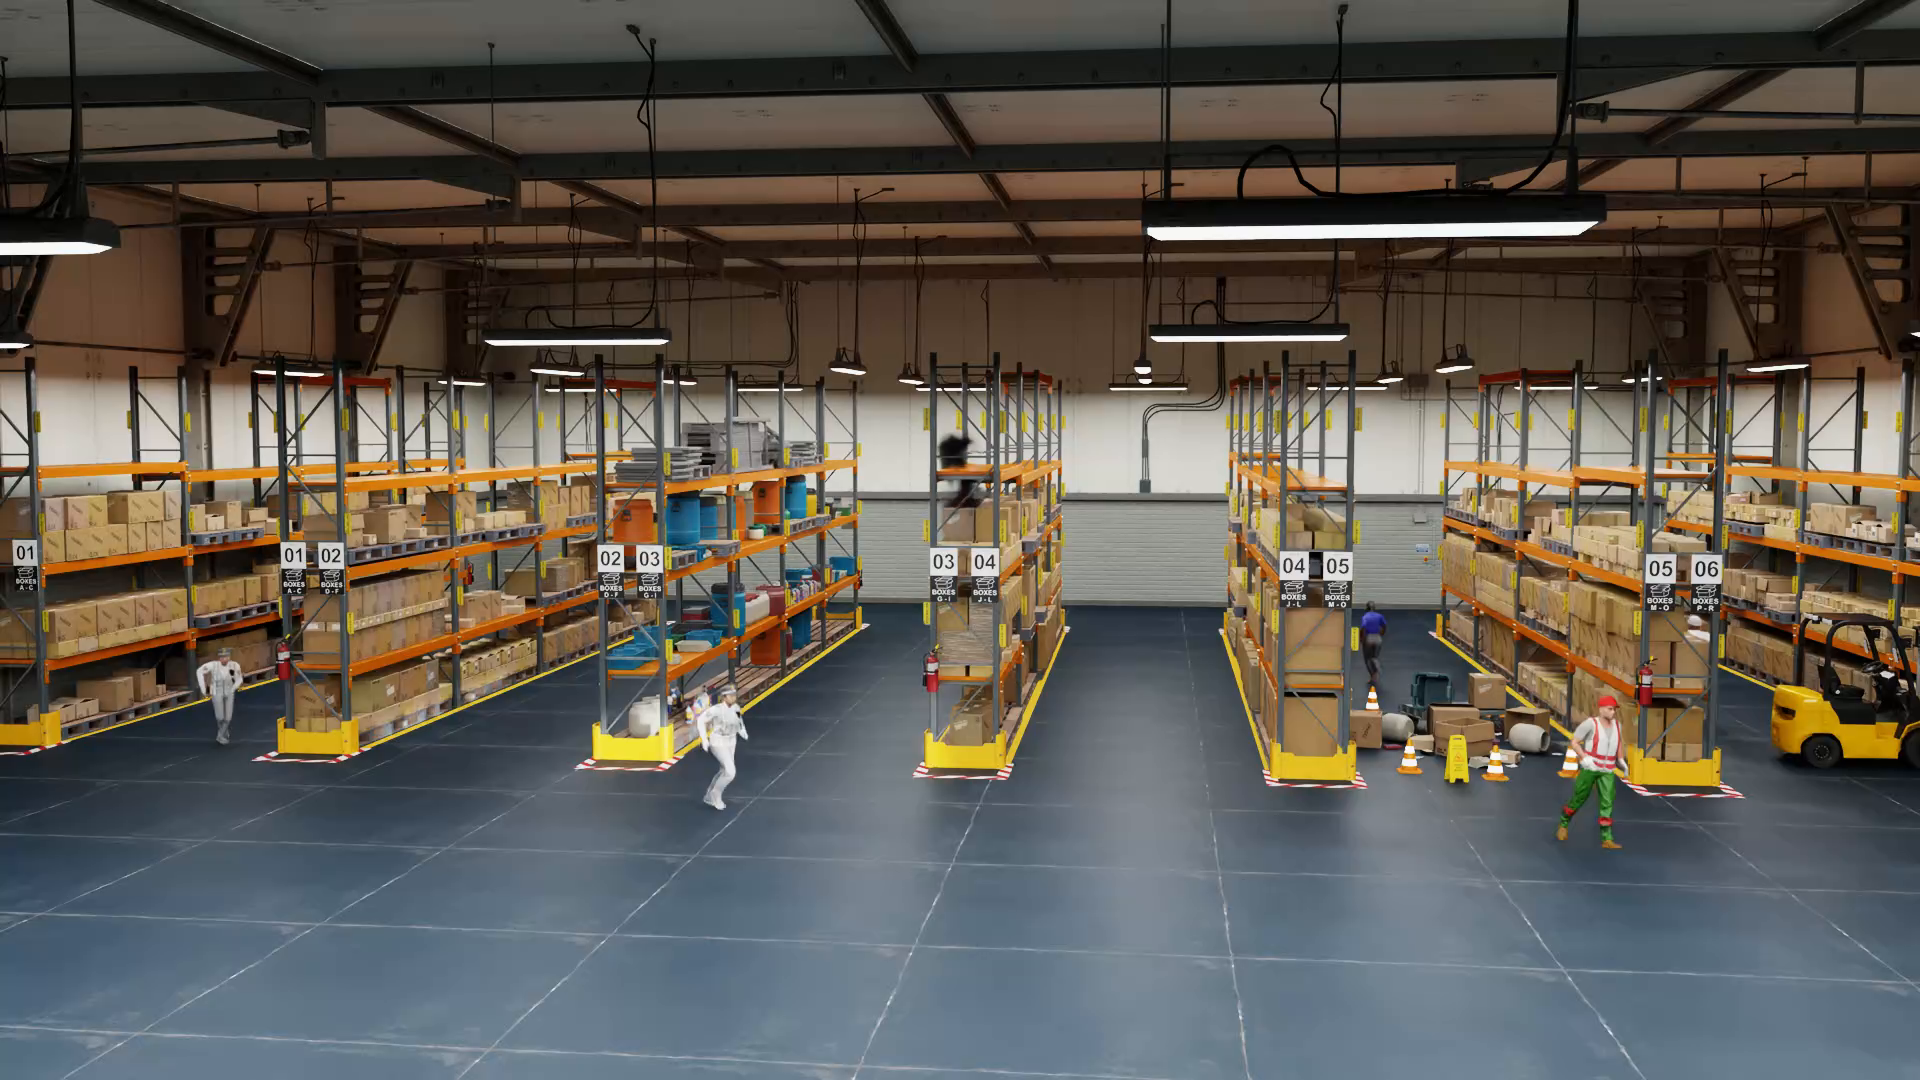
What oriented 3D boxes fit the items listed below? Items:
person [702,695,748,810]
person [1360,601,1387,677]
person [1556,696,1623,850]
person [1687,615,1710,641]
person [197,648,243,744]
[{"bbox_3d":[-3.056,2.688,21.437,0.738,1.625,0.472,3,5,39],"label":"person"},{"bbox_3d":[7.903,1.929,31.757,0.564,1.526,0.504,-1,4,-9],"label":"person"},{"bbox_3d":[7.506,2.698,19.457,0.699,1.768,1.008,-1,4,-10],"label":"person"},{"bbox_3d":[12.314,1.700,28.059,0.607,0.854,0.680,0,4,-1],"label":"person"},{"bbox_3d":[-11.396,2.407,25.631,0.640,1.549,0.739,-2,5,-30],"label":"person"}]
